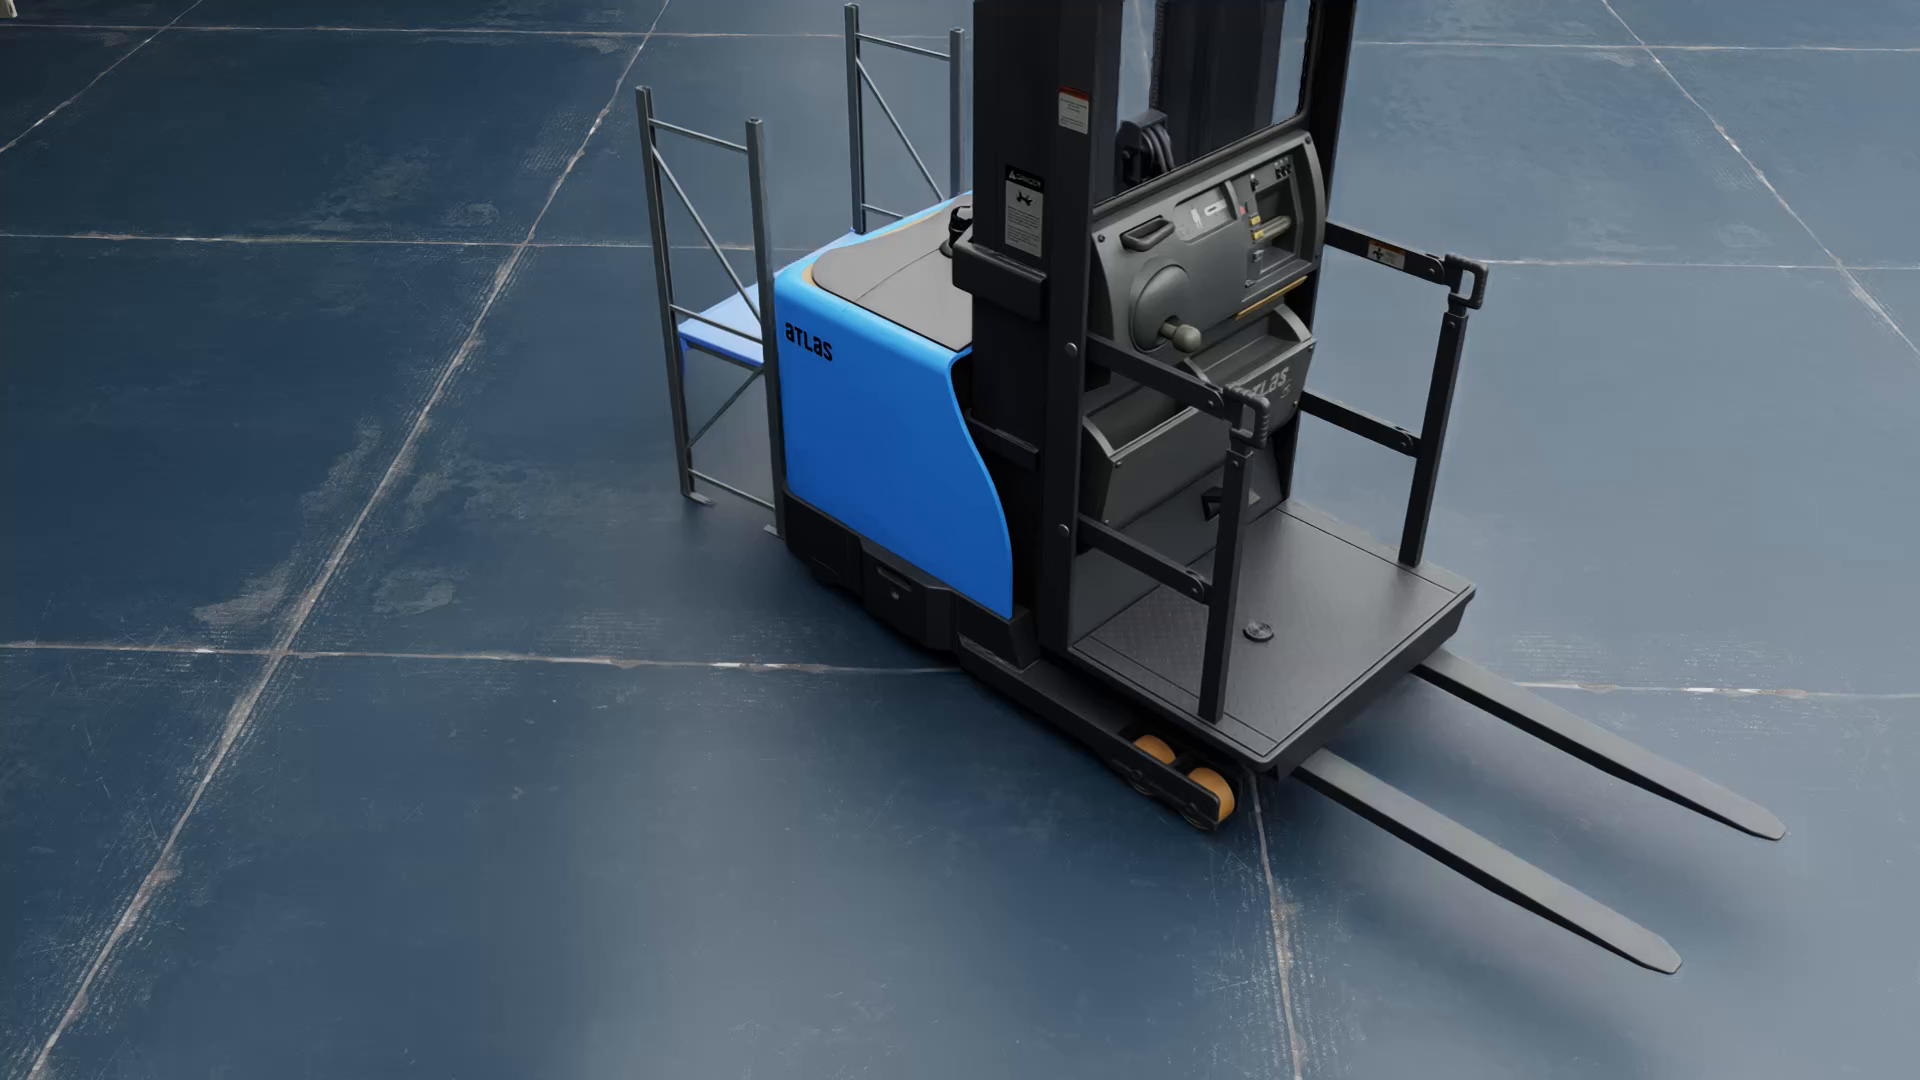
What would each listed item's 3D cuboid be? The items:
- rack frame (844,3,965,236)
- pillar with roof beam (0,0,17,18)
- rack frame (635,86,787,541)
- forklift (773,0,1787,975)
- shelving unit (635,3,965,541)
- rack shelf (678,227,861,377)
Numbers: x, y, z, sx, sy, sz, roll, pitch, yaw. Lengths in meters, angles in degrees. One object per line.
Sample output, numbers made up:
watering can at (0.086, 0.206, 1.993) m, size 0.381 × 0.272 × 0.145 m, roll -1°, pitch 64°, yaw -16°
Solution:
rack frame at (-0.193, -1.173, 6.114) m, size 0.500 × 1.500 × 0.032 m, roll 23°, pitch 41°, yaw 29°
pillar with roof beam at (-1.776, -6.770, 7.557) m, size 9.100 × 9.000 × 0.400 m, roll 1°, pitch 35°, yaw 2°
rack frame at (-0.792, -0.700, 5.442) m, size 0.500 × 1.500 × 0.032 m, roll 23°, pitch 41°, yaw 29°
forklift at (0.823, -0.739, 4.253) m, size 3.031 × 2.935 × 1.130 m, roll 29°, pitch 44°, yaw 35°
shelving unit at (-0.492, -0.936, 5.778) m, size 0.538 × 1.500 × 1.048 m, roll 23°, pitch 41°, yaw 29°
rack shelf at (-0.492, -0.789, 5.882) m, size 0.538 × 0.185 × 1.000 m, roll 23°, pitch 41°, yaw 29°
